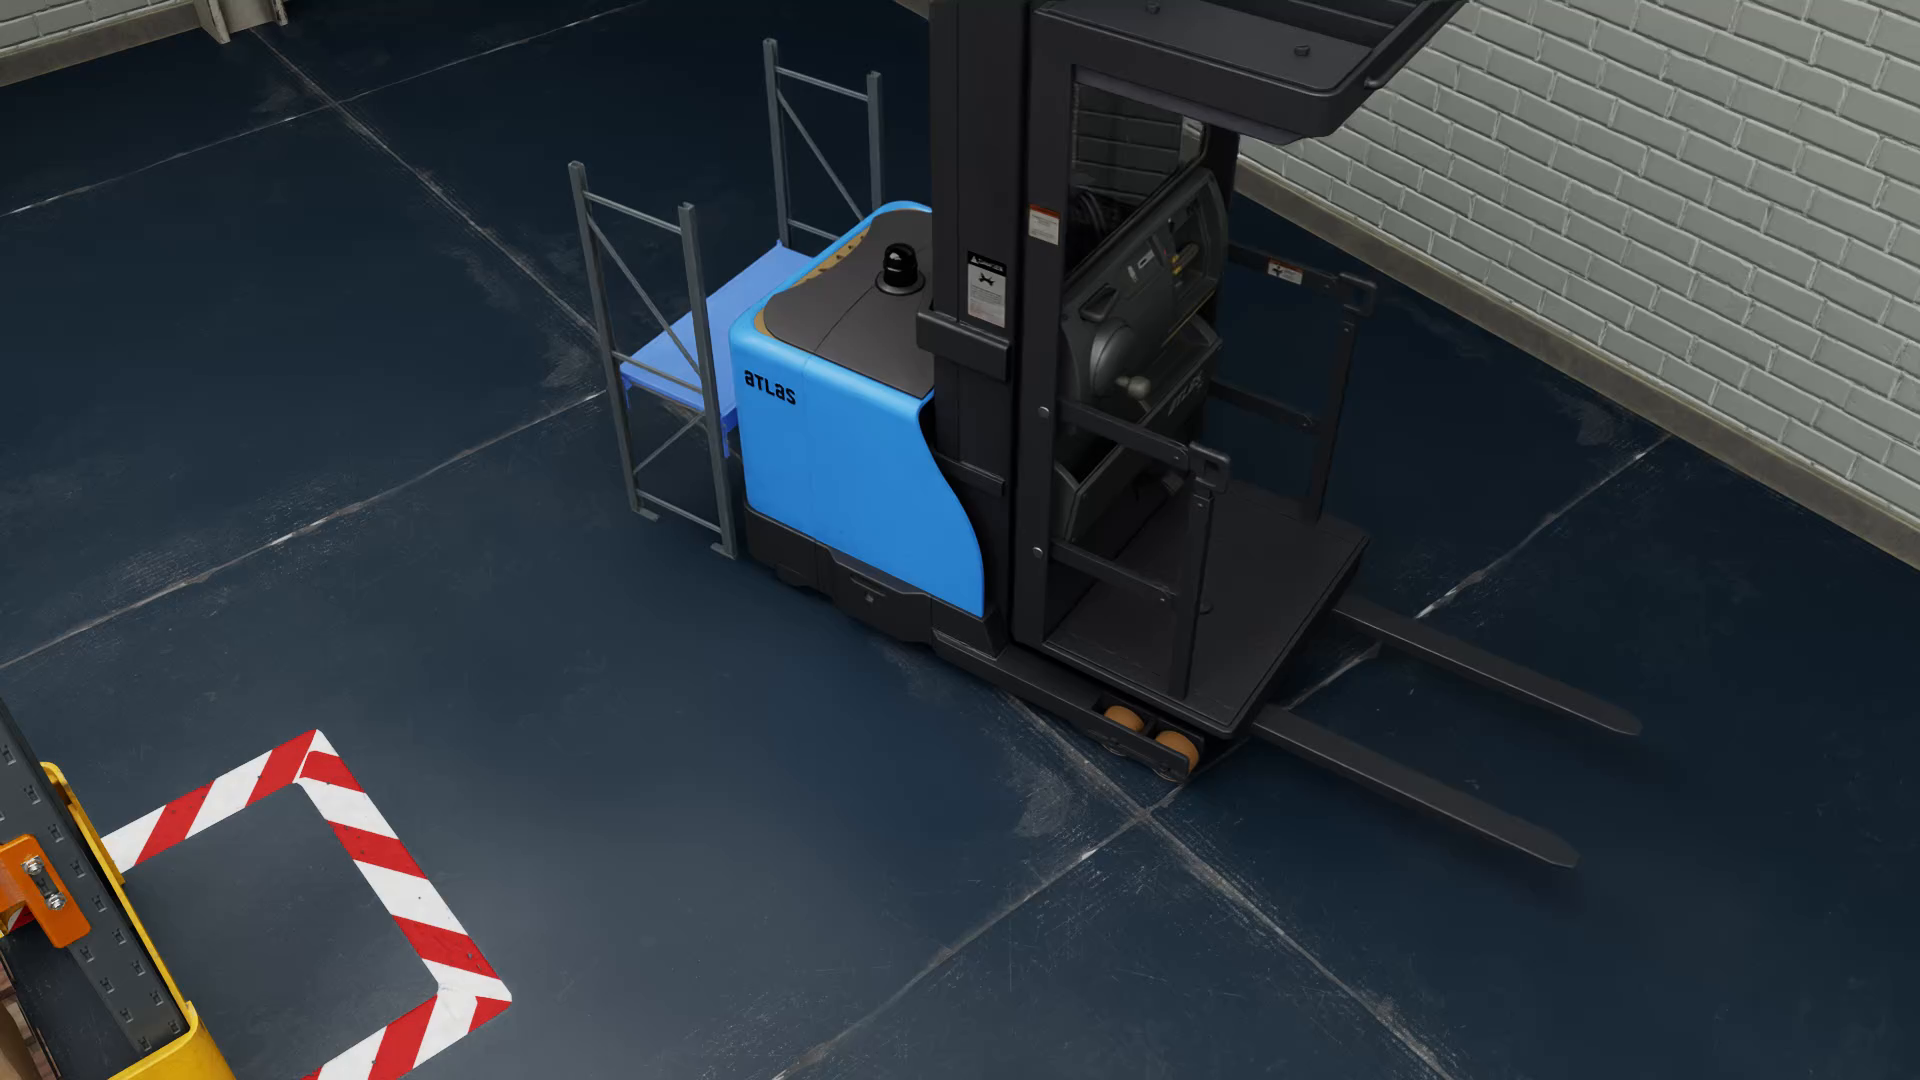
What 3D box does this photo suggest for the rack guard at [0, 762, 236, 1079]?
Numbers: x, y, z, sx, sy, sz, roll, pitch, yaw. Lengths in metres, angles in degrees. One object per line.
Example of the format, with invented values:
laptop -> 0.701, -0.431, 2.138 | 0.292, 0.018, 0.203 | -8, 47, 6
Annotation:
rack guard -> -2.411, 1.191, 4.616 | 0.348, 0.500, 1.175 | -30, 51, -28

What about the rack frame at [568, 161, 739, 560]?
rack frame -> -1.043, -0.575, 5.767 | 0.500, 1.500, 0.032 | 24, 48, 23

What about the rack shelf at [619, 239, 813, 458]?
rack shelf -> -0.766, -0.736, 6.201 | 0.538, 0.185, 1.000 | 24, 48, 23

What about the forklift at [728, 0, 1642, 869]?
forklift -> 0.732, -0.702, 4.857 | 3.031, 2.935, 1.130 | 24, 48, 24

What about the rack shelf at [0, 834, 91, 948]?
rack shelf -> -3.886, 1.388, 3.107 | 4.000, 0.370, 1.077 | -30, 51, -28

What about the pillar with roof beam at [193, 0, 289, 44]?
pillar with roof beam -> -1.255, -3.919, 3.850 | 0.400, 9.000, 9.100 | -30, 51, -28

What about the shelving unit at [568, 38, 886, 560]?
shelving unit -> -0.766, -0.868, 6.078 | 0.538, 1.500, 1.048 | 24, 48, 23

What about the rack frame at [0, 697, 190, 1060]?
rack frame -> -2.352, 0.247, 3.796 | 0.127, 3.000, 1.000 | -30, 51, -28

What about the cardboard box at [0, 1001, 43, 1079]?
cardboard box -> -2.611, 1.366, 4.109 | 0.500, 0.500, 0.500 | -30, 51, -28

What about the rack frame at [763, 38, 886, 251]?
rack frame -> -0.490, -1.160, 6.389 | 0.500, 1.500, 0.032 | 24, 48, 23
